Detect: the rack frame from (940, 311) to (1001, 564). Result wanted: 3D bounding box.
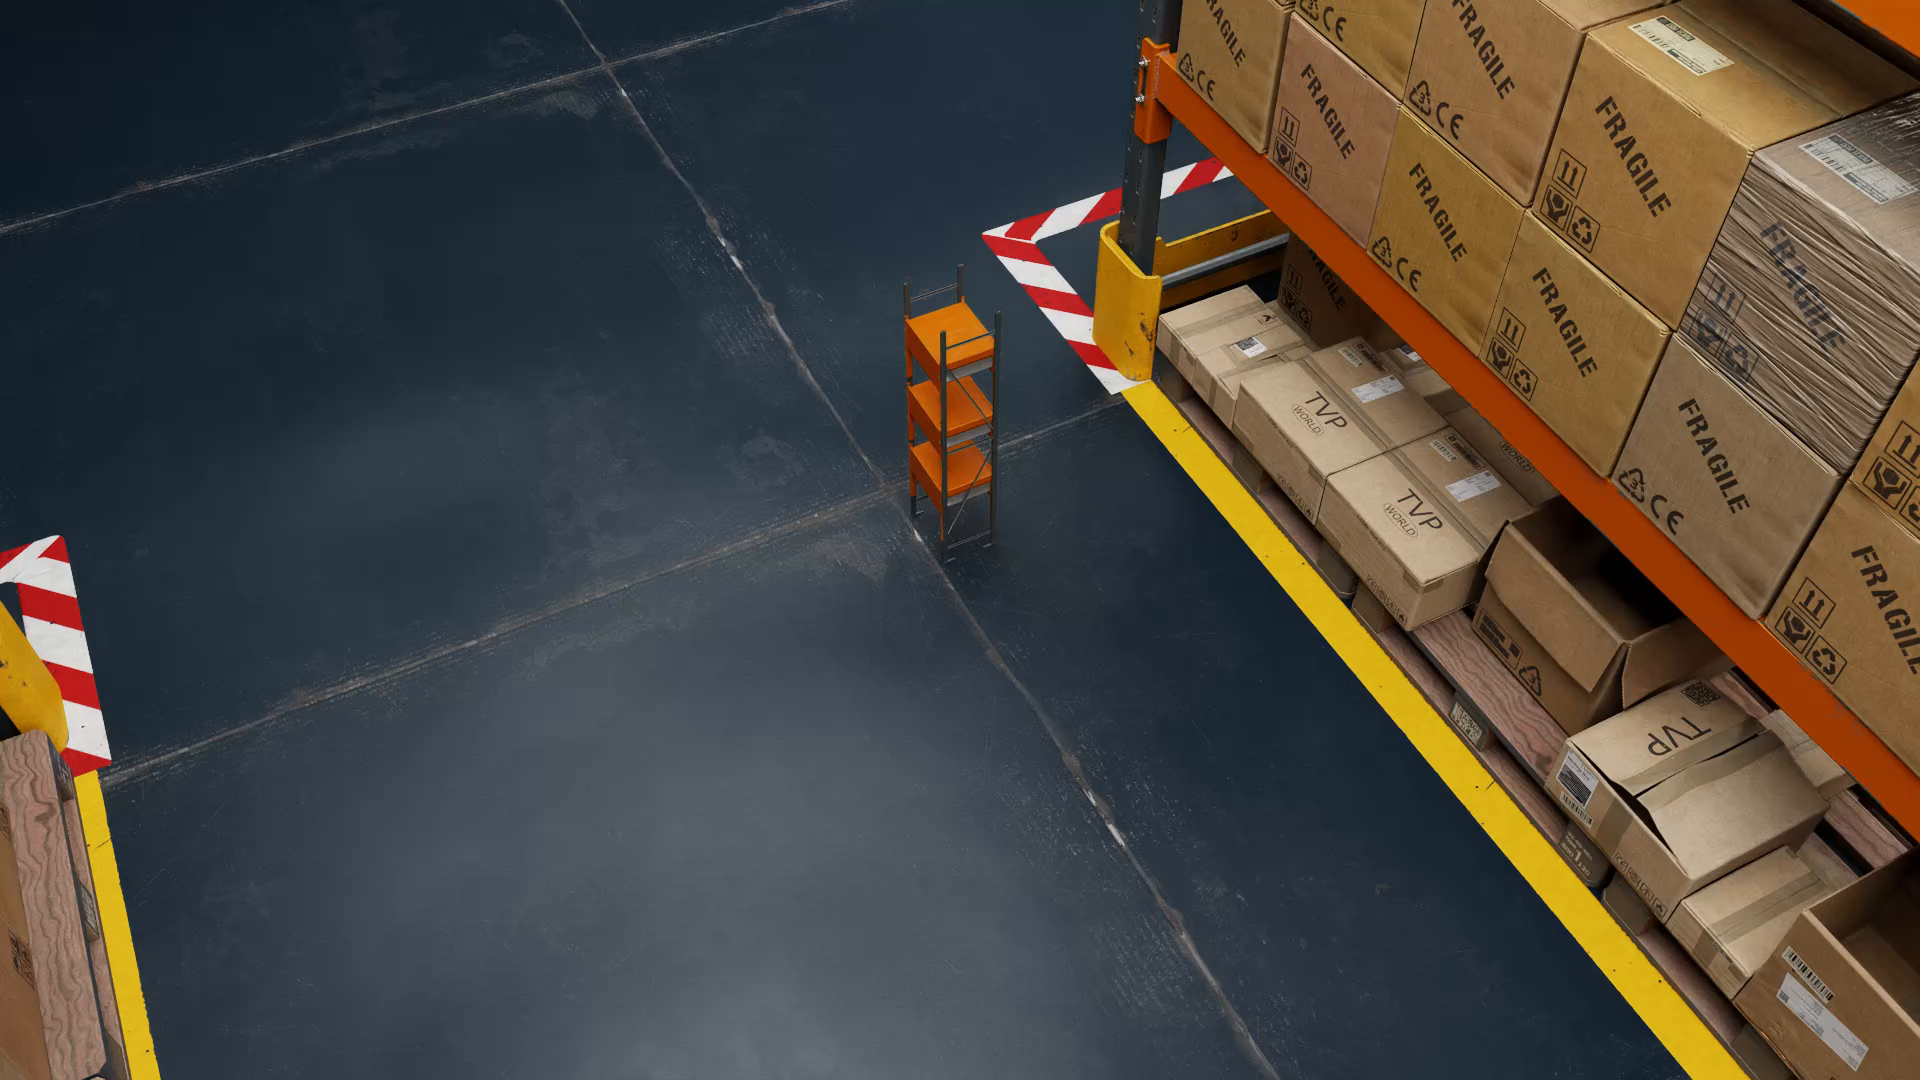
[{"bbox_3d":[0.031,-0.300,5.315,0.200,1.050,0.008,-21,52,-18],"label":"rack frame"}]

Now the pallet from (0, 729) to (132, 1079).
[{"bbox_3d":[-2.915,1.200,4.560,1.003,0.211,1.213,-21,52,-18],"label":"pallet"}]

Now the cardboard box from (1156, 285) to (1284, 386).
[{"bbox_3d":[0.938,-0.742,6.008,0.380,0.149,0.250,-21,52,-18],"label":"cardboard box"}]

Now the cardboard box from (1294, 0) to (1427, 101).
[{"bbox_3d":[1.267,-1.562,4.392,0.500,0.500,0.500,-21,52,-17],"label":"cardboard box"}]

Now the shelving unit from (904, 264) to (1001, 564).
[{"bbox_3d":[-0.024,-0.381,5.386,0.215,1.050,0.252,-21,52,-18],"label":"shelving unit"}]

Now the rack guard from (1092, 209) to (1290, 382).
[{"bbox_3d":[1.087,-1.061,6.346,1.175,0.500,0.348,-21,52,-18],"label":"rack guard"}]

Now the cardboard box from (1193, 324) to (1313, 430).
[{"bbox_3d":[1.052,-0.581,5.855,0.380,0.166,0.250,-21,52,-18],"label":"cardboard box"}]

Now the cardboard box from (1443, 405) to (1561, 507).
[{"bbox_3d":[1.928,-0.249,5.509,0.500,0.250,0.500,-21,52,-18],"label":"cardboard box"}]

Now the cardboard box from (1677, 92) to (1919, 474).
[{"bbox_3d":[1.953,-0.548,3.506,0.500,0.500,0.500,-21,52,-17],"label":"cardboard box"}]

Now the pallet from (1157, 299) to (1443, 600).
[{"bbox_3d":[1.452,-0.432,5.988,1.003,0.211,1.213,-21,52,-18],"label":"pallet"}]

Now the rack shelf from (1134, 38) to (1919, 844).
[{"bbox_3d":[1.967,-0.359,4.549,1.077,0.370,4.000,-21,52,-18],"label":"rack shelf"}]

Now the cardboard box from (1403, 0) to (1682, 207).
[{"bbox_3d":[1.491,-1.225,4.098,0.500,0.500,0.500,-21,52,-17],"label":"cardboard box"}]

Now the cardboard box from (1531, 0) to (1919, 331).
[{"bbox_3d":[1.724,-0.885,3.801,0.500,0.500,0.500,-22,52,-18],"label":"cardboard box"}]

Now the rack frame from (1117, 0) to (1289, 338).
[{"bbox_3d":[1.052,-1.935,5.449,1.000,3.000,0.127,-21,52,-18],"label":"rack frame"}]

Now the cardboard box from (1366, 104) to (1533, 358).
[{"bbox_3d":[1.488,-0.899,4.477,0.500,0.500,0.500,-21,52,-18],"label":"cardboard box"}]

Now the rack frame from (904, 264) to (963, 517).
[{"bbox_3d":[-0.080,-0.463,5.458,0.200,1.050,0.008,-21,52,-18],"label":"rack frame"}]

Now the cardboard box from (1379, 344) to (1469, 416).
[{"bbox_3d":[1.625,-0.565,5.842,0.380,0.166,0.250,-21,52,-18],"label":"cardboard box"}]

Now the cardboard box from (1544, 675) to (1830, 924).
[{"bbox_3d":[2.026,0.697,4.641,0.500,0.311,0.500,-21,52,-18],"label":"cardboard box"}]

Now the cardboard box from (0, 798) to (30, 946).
[{"bbox_3d":[-2.942,0.893,4.358,0.700,0.500,0.500,-21,52,-18],"label":"cardboard box"}]

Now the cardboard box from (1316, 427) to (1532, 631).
[{"bbox_3d":[1.506,-0.043,5.329,0.500,0.250,0.500,-21,52,-18],"label":"cardboard box"}]

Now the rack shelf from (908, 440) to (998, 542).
[{"bbox_3d":[-0.024,-0.192,5.603,0.215,0.259,0.240,-21,52,-18],"label":"rack shelf"}]

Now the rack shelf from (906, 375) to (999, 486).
[{"bbox_3d":[-0.024,-0.374,5.394,0.215,0.259,0.240,-21,52,-18],"label":"rack shelf"}]

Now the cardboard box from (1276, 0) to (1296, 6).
[{"bbox_3d":[1.021,-1.909,4.696,0.500,0.500,0.500,-20,52,-16],"label":"cardboard box"}]

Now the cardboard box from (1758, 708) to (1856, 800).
[{"bbox_3d":[2.478,0.600,4.823,0.380,0.166,0.250,-21,52,-18],"label":"cardboard box"}]

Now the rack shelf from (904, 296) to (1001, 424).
[{"bbox_3d":[-0.024,-0.561,5.181,0.215,0.259,0.240,-21,52,-18],"label":"rack shelf"}]

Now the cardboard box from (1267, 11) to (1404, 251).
[{"bbox_3d":[1.261,-1.236,4.772,0.500,0.500,0.500,-22,52,-18],"label":"cardboard box"}]
